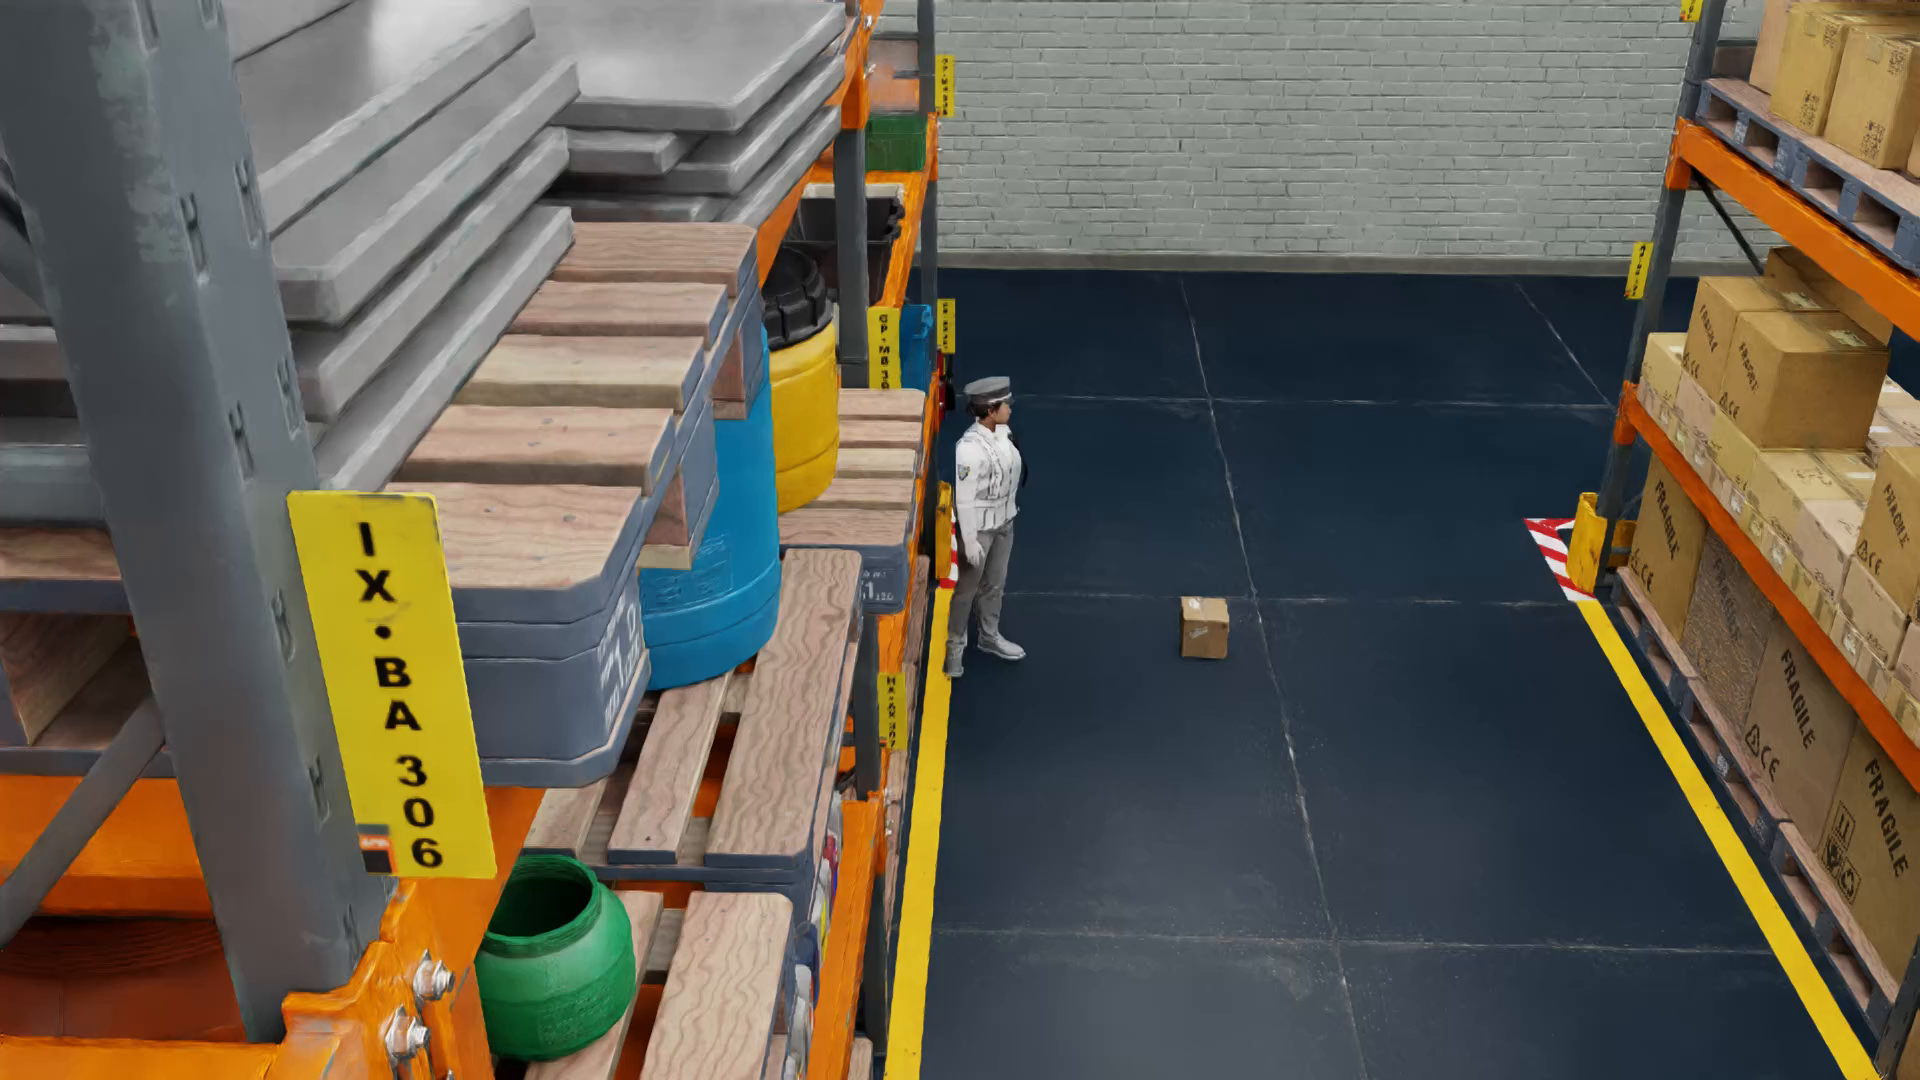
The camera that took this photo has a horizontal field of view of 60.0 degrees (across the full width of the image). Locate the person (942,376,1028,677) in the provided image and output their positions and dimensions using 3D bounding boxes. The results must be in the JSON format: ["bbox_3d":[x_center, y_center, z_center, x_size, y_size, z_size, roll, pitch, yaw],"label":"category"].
[{"bbox_3d":[0.130,-0.074,8.943,0.380,1.676,0.567,18,33,29],"label":"person"}]
